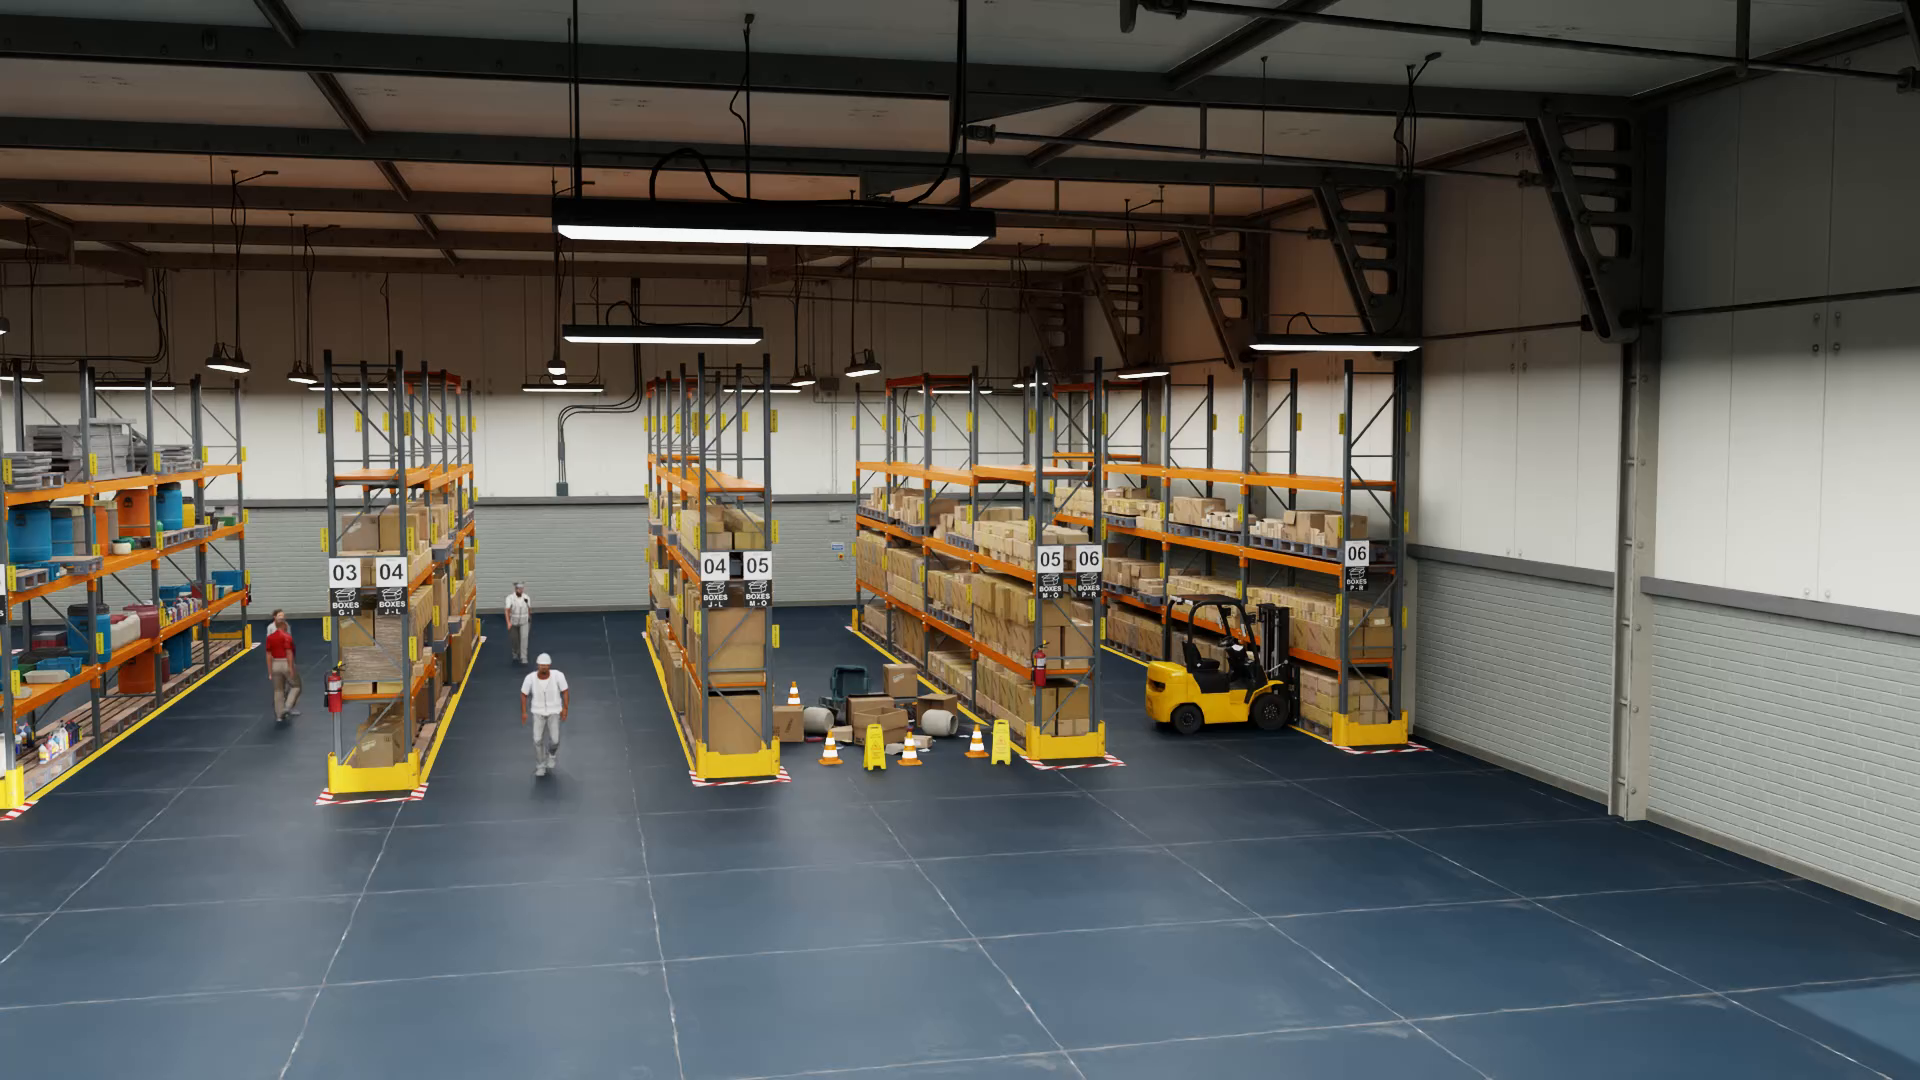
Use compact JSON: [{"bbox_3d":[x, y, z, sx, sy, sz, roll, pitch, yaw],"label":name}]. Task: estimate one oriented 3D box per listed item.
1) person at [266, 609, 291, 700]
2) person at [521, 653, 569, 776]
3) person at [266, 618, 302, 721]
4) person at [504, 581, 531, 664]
[{"bbox_3d":[-12.430,2.065,30.372,0.425,1.614,0.961,-2,4,-25],"label":"person"},{"bbox_3d":[-5.958,2.480,23.876,0.672,1.742,0.619,-1,4,-11],"label":"person"},{"bbox_3d":[-11.428,2.186,28.056,0.597,1.715,0.494,0,4,-3],"label":"person"},{"bbox_3d":[-9.261,1.712,34.814,0.530,1.712,1.099,-1,4,-16],"label":"person"}]
